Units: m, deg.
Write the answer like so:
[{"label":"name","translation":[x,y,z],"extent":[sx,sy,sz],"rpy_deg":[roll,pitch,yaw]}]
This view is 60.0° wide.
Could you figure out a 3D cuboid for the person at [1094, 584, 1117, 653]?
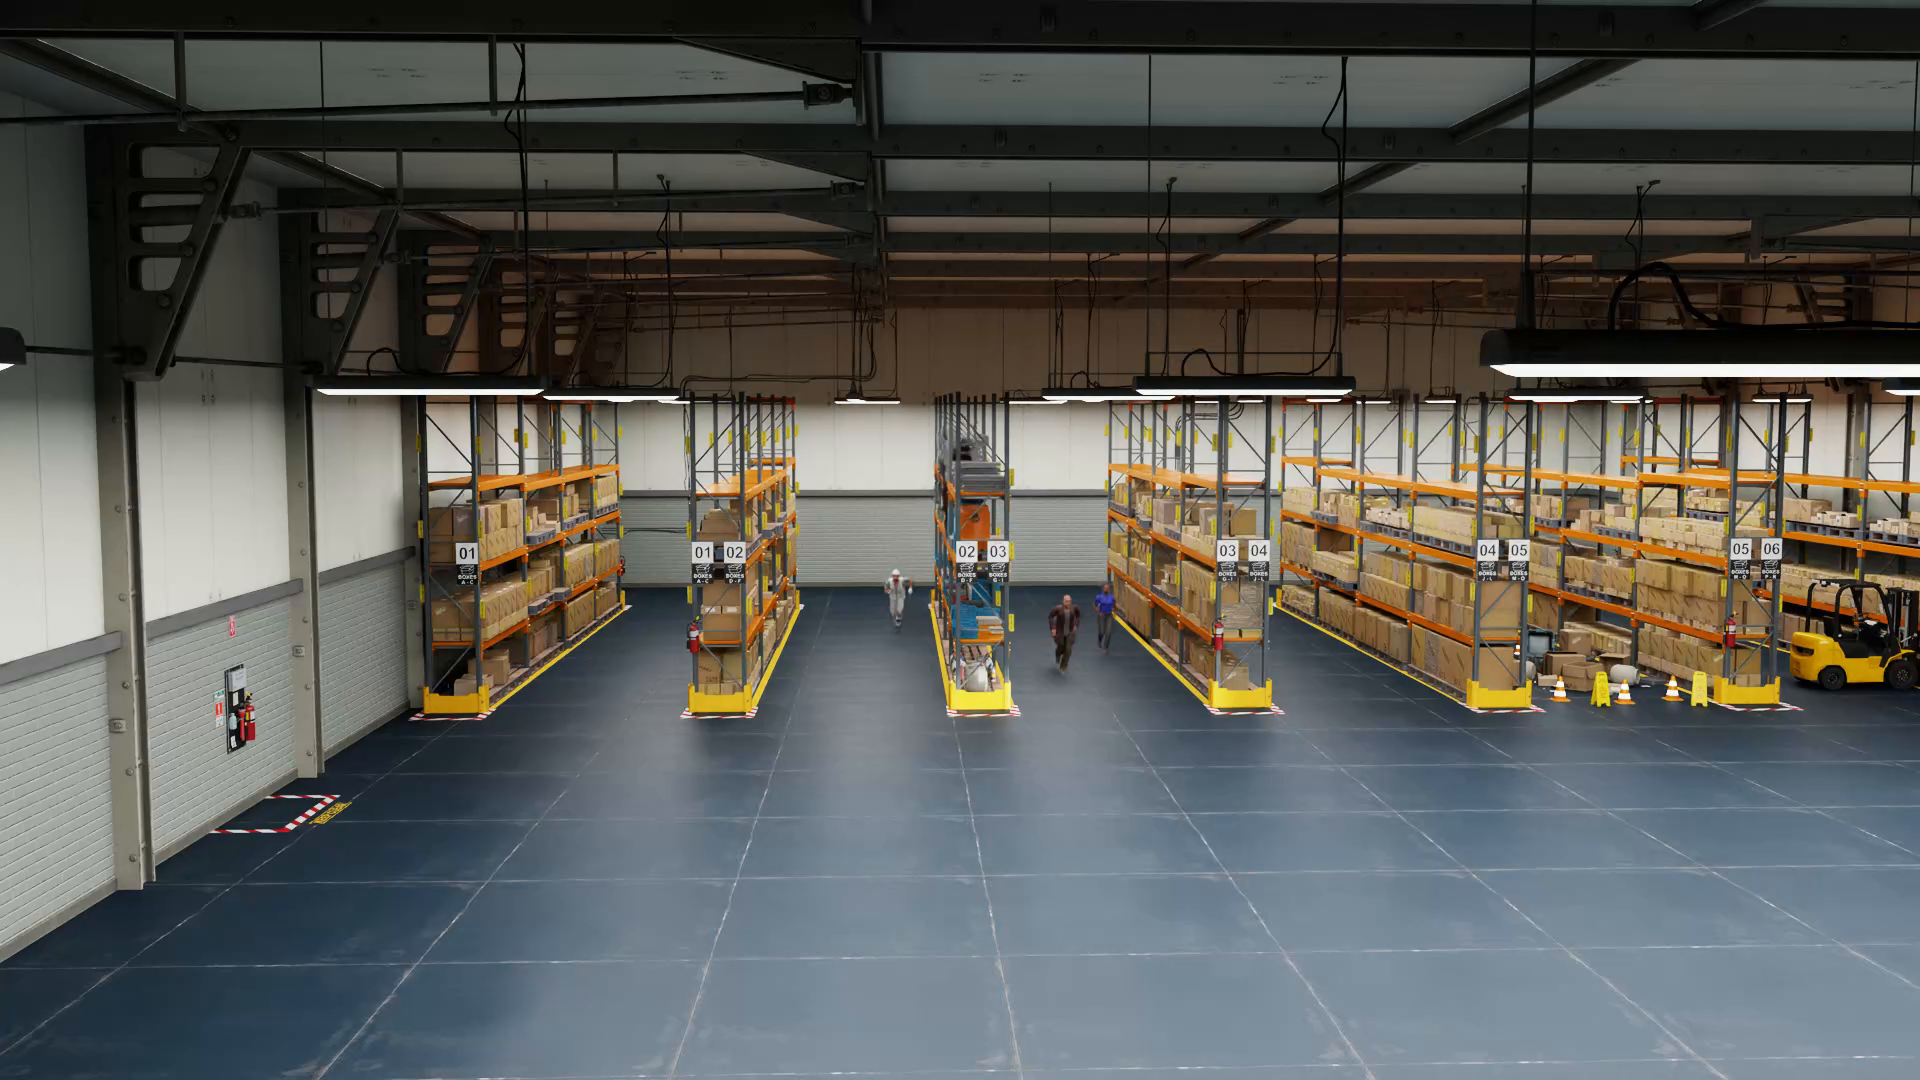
[{"label":"person","translation":[3.398,1.812,38.796],"extent":[0.563,1.609,0.589],"rpy_deg":[0,5,-5]}]

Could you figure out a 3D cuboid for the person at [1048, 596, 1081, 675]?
[{"label":"person","translation":[2.236,2.021,35.868],"extent":[0.713,1.727,0.893],"rpy_deg":[-1,5,-13]}]

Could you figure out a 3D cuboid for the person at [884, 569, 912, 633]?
[{"label":"person","translation":[-1.558,1.536,42.026],"extent":[0.700,1.651,0.971],"rpy_deg":[0,5,3]}]
